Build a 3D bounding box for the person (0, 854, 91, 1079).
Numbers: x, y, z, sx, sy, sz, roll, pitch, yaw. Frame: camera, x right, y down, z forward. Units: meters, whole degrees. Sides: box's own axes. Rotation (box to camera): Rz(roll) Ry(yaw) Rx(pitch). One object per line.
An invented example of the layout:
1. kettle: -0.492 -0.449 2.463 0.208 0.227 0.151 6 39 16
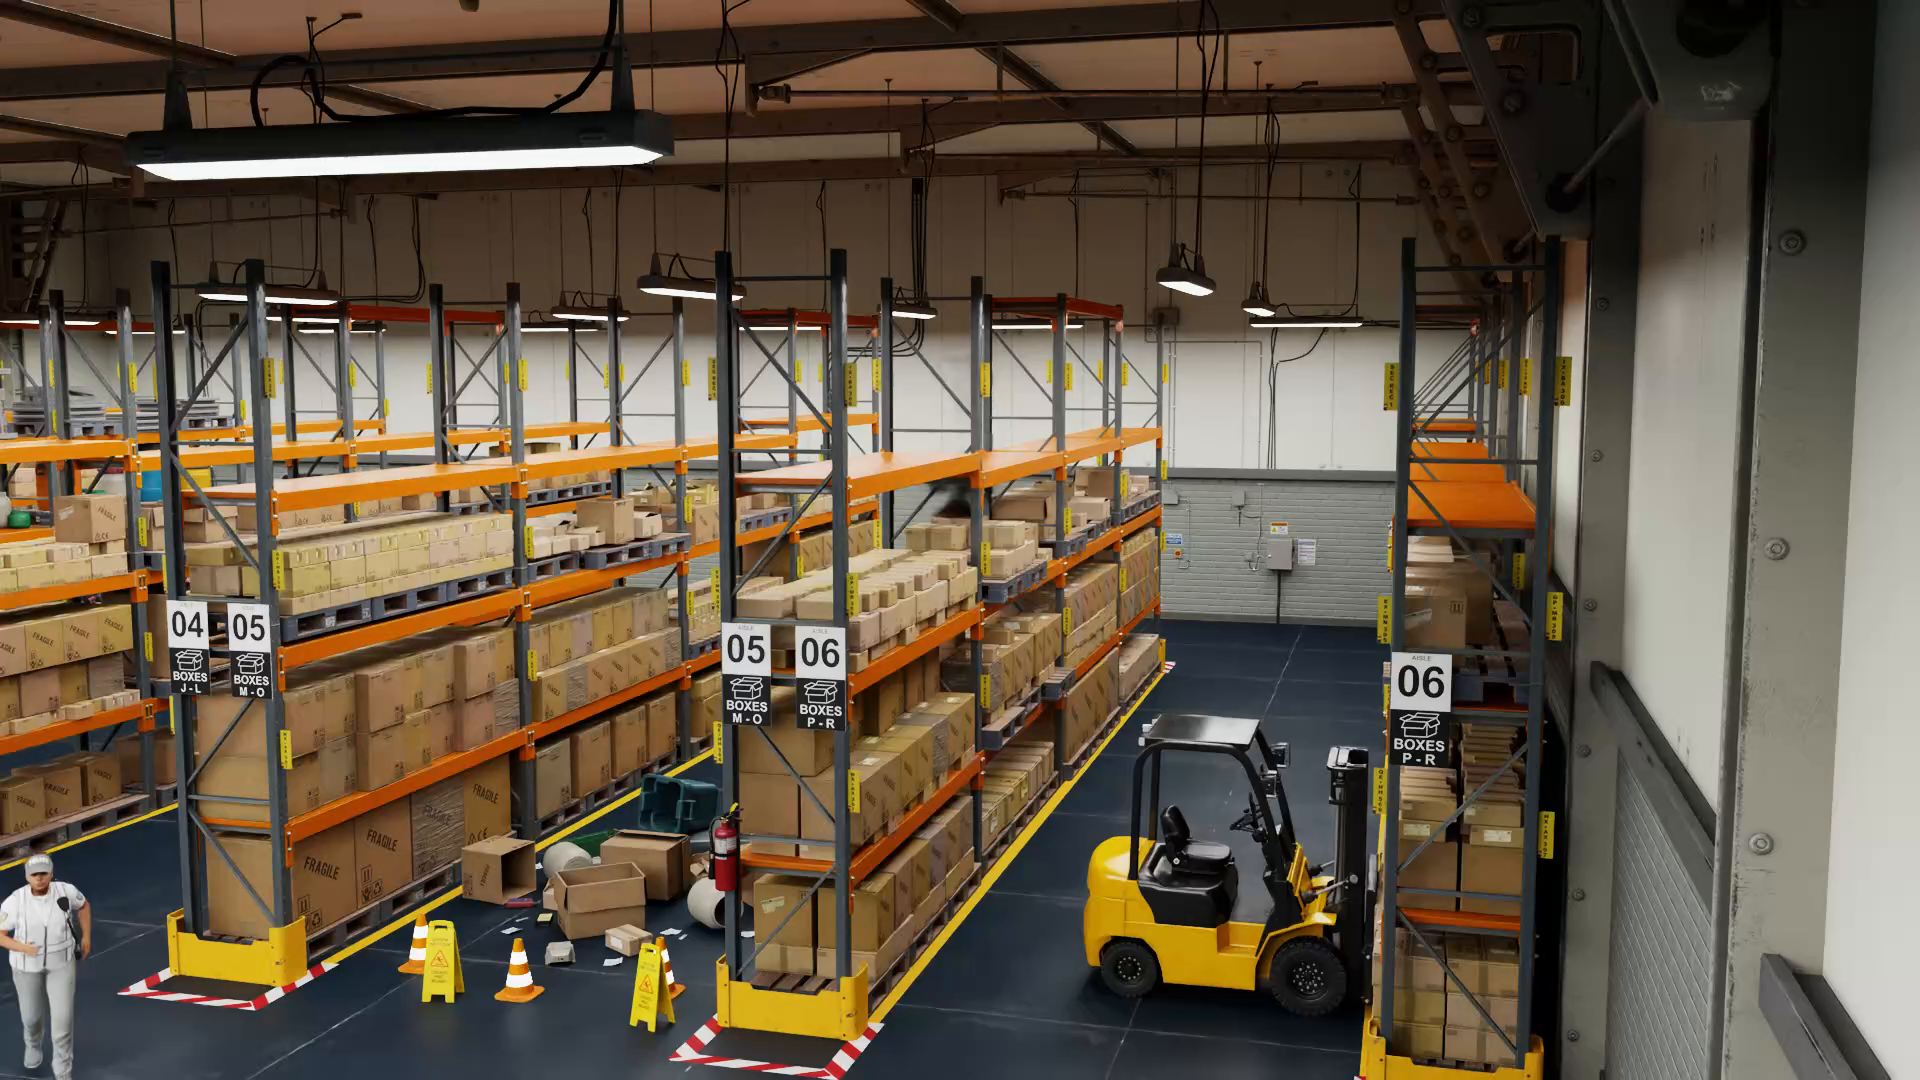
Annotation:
1. person: -6.590 3.081 11.979 0.624 1.706 0.819 -4 7 -31
